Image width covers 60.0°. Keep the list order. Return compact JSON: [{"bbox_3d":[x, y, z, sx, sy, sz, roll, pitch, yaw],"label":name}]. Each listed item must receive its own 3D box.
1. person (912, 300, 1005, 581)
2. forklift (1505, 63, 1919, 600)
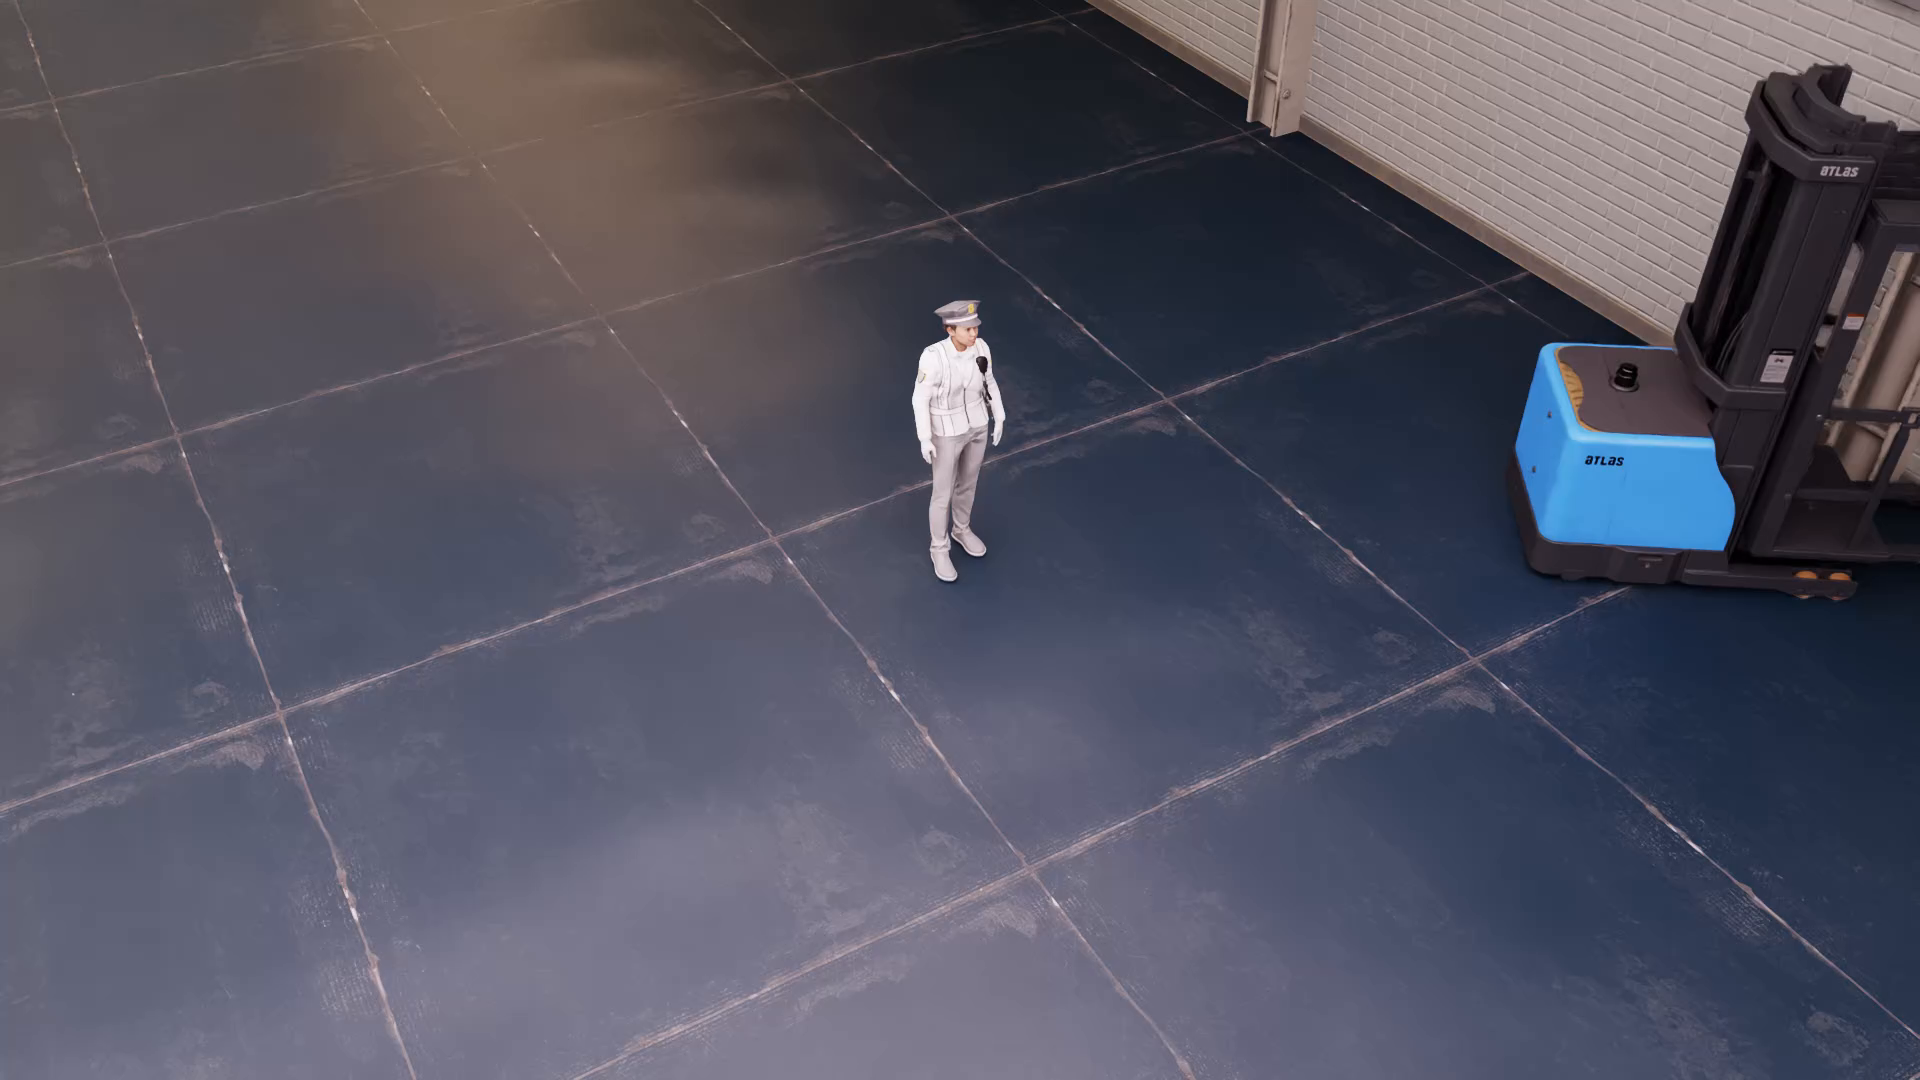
[{"bbox_3d":[0.028,-0.617,9.738,0.587,1.694,0.530,-20,44,-23],"label":"person"},{"bbox_3d":[4.981,-1.125,9.393,3.031,2.935,1.130,3,40,4],"label":"forklift"}]
